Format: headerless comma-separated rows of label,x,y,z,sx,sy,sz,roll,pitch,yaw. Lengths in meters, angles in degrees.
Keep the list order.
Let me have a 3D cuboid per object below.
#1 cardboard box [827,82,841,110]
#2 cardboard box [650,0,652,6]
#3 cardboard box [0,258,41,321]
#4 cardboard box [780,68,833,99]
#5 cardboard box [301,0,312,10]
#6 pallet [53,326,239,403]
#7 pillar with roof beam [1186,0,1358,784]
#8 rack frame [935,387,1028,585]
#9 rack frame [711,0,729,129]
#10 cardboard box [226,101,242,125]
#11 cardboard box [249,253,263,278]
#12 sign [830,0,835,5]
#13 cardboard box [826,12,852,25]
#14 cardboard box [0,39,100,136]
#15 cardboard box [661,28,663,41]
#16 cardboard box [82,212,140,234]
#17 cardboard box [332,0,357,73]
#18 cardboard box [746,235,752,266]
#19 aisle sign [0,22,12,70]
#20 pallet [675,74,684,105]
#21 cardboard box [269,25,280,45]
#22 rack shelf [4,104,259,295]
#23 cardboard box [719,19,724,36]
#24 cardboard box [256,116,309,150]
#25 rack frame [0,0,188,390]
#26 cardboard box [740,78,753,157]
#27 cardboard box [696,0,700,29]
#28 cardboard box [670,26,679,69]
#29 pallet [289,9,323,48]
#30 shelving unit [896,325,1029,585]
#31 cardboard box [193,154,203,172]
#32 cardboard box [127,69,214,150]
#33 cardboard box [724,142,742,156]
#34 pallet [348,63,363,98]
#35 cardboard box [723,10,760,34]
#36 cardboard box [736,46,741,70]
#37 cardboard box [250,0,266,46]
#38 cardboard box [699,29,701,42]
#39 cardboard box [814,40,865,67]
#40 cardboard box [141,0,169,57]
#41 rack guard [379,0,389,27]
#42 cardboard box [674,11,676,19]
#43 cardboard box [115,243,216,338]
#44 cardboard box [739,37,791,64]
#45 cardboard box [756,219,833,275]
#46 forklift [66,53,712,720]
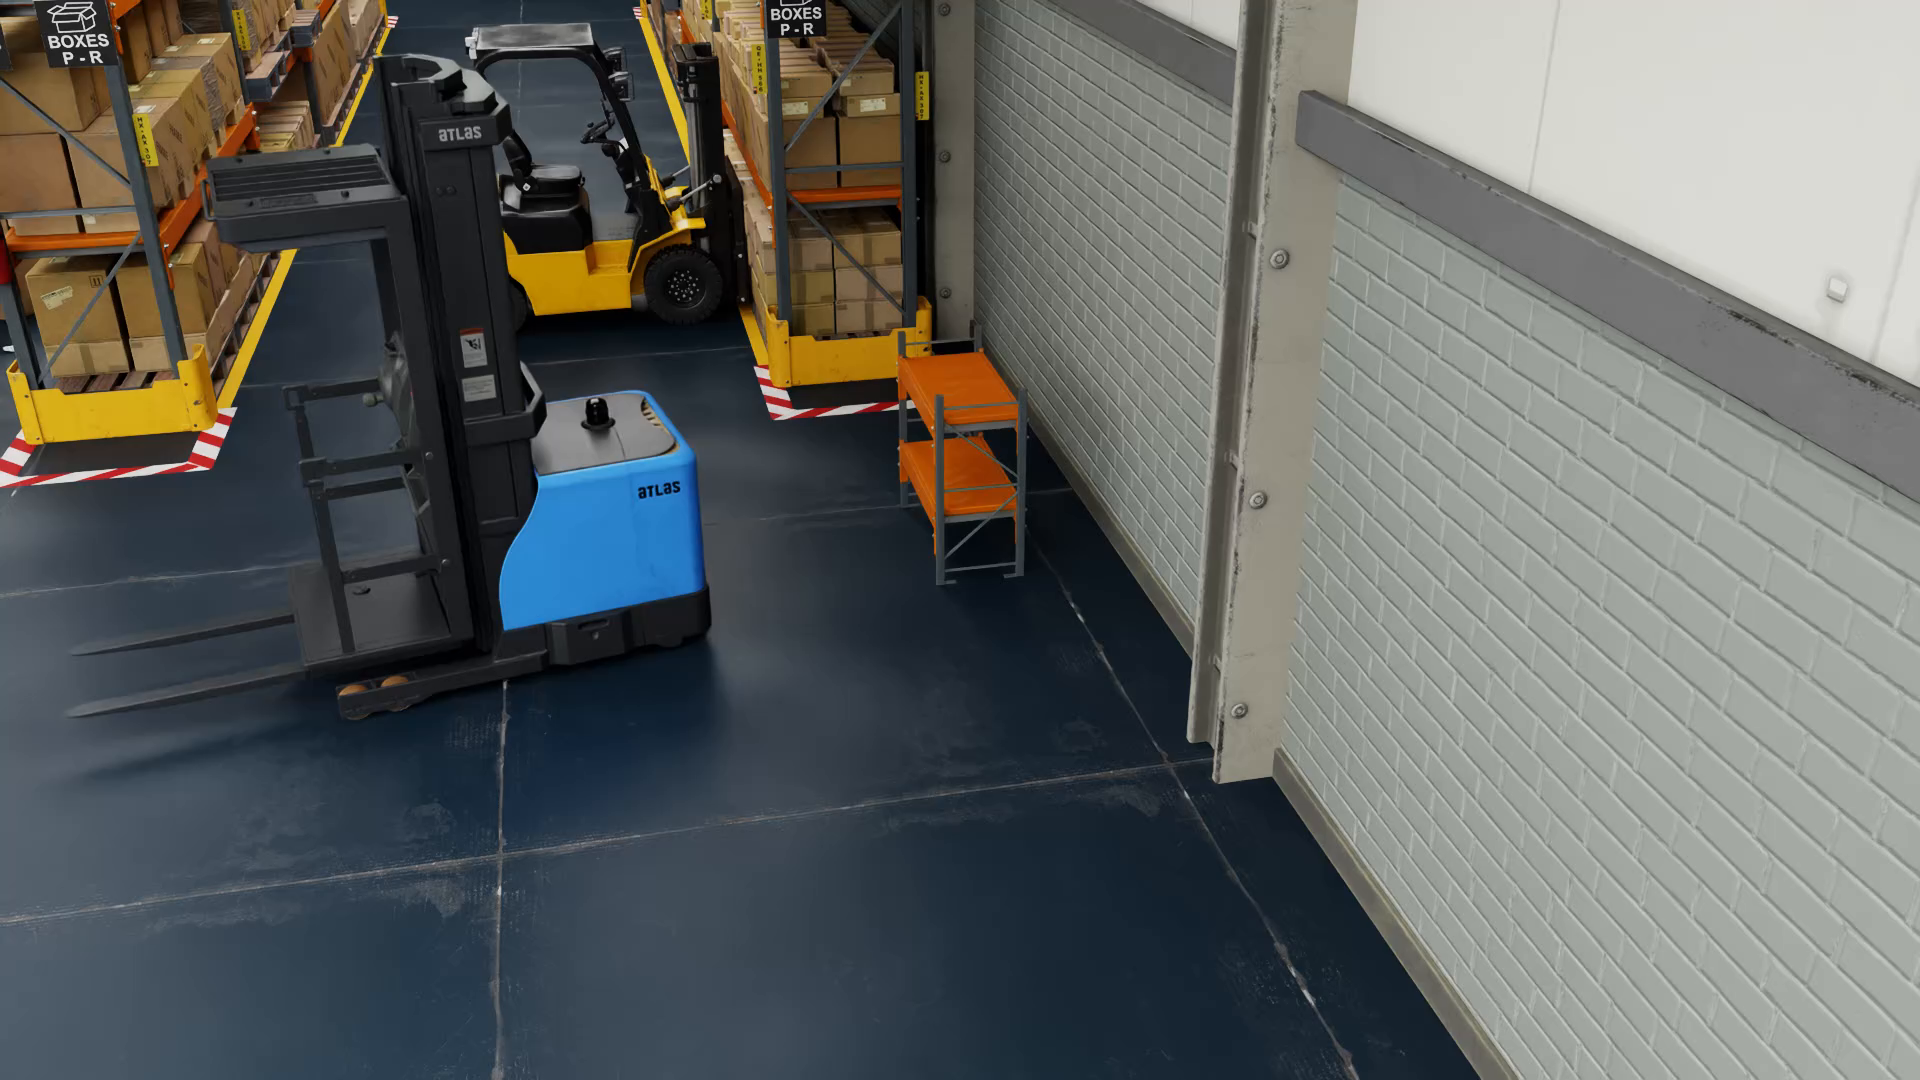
cardboard box,-0.746,-3.182,11.895,0.380,0.149,0.250,-6,27,-12
cardboard box,-4.365,-8.390,25.347,0.797,0.503,0.637,-7,28,-14
cardboard box,-7.626,-2.098,13.348,0.500,0.500,0.500,13,30,24
cardboard box,-1.091,-3.174,11.548,0.380,0.149,0.250,-6,27,-11
cardboard box,-7.308,-5.750,17.980,0.500,0.250,0.500,-6,27,-12
pallet,-5.806,-1.214,11.920,1.003,0.211,1.213,-6,27,-12
pillar with roof beam,-2.926,-2.575,4.865,9.100,9.000,0.400,-6,27,-12
rack frame,0.113,-0.282,9.060,0.500,1.125,0.032,-6,27,-12
rack frame,-1.706,-4.327,14.993,1.000,3.000,0.127,-6,27,-12
cardboard box,-6.109,-3.490,13.614,0.380,0.149,0.250,-5,27,-10
cardboard box,-6.016,-2.316,13.595,0.500,0.250,0.500,-7,28,-13
sign,-1.166,-4.806,14.893,0.100,0.325,0.005,-6,27,-12
cardboard box,-1.095,-4.236,13.652,0.380,0.149,0.250,-6,27,-12
cardboard box,-5.968,-2.891,10.598,0.700,0.500,0.500,-7,28,-13
cardboard box,-3.921,-6.968,22.925,0.380,0.149,0.250,-7,28,-13
cardboard box,-5.515,-2.123,10.906,0.380,0.149,0.250,-6,27,-11
cardboard box,-8.127,-6.308,20.810,0.875,0.875,0.875,-5,27,-10
cardboard box,-1.458,-2.382,13.170,0.500,0.250,0.500,-7,28,-13
aisle sign,-5.908,-3.169,9.814,0.394,0.787,0.004,-6,27,-12
pallet,-3.010,-5.704,20.817,1.003,0.211,1.213,-6,27,-12
cardboard box,-6.625,-4.746,15.637,0.380,0.149,0.250,-5,27,-10
rack shelf,-6.091,-2.622,12.414,1.077,0.370,4.000,-6,27,-12
cardboard box,-1.891,-4.494,14.494,0.380,0.149,0.250,-6,27,-12
cardboard box,-7.151,-4.019,16.834,0.950,0.372,0.625,-6,27,-13
rack frame,-5.640,-2.065,10.512,1.000,3.000,0.127,-6,27,-12
cardboard box,-1.395,-3.258,12.766,0.500,0.500,0.500,-6,27,-13
cardboard box,-2.298,-5.123,16.182,0.500,0.250,0.500,-5,27,-11
cardboard box,-3.381,-6.223,21.058,0.500,0.500,0.500,-7,28,-13
pallet,-7.178,-5.189,16.915,1.213,0.211,1.003,-6,27,-12
shelving unit,-0.002,-0.505,9.502,0.538,1.125,1.048,-6,27,-12
cardboard box,-5.818,-2.812,12.271,0.380,0.149,0.250,-7,28,-13
cardboard box,-5.835,-3.152,12.224,0.500,0.500,0.500,-7,28,-13
cardboard box,-1.797,-3.263,14.362,0.500,0.250,0.500,-6,27,-12
pallet,-8.097,-5.757,20.922,1.003,0.211,1.213,-6,27,-12
cardboard box,-1.752,-4.283,13.747,0.380,0.149,0.250,-5,27,-10
cardboard box,-1.562,-3.813,13.145,0.380,0.149,0.250,-7,28,-13
cardboard box,-6.481,-4.641,14.708,0.500,0.500,0.500,-6,27,-11
cardboard box,-2.275,-4.896,16.287,0.500,0.250,0.500,-6,27,-11
cardboard box,-0.897,-3.663,12.517,0.380,0.149,0.250,-5,27,-10
cardboard box,-6.560,-4.003,12.802,0.700,0.500,0.500,-6,27,-11
rack guard,-9.251,-7.984,25.013,1.175,0.500,0.348,-6,27,-12
cardboard box,-3.481,-6.790,21.462,0.380,0.149,0.250,-7,28,-14
cardboard box,-5.558,-1.752,11.646,0.500,0.500,0.500,-7,28,-13
cardboard box,-1.476,-3.724,12.637,0.380,0.149,0.250,-5,27,-11
cardboard box,-1.212,-2.147,12.152,0.500,0.250,0.500,-5,27,-10
forklift,-2.863,-0.711,7.906,3.031,2.935,1.130,-11,29,-21
